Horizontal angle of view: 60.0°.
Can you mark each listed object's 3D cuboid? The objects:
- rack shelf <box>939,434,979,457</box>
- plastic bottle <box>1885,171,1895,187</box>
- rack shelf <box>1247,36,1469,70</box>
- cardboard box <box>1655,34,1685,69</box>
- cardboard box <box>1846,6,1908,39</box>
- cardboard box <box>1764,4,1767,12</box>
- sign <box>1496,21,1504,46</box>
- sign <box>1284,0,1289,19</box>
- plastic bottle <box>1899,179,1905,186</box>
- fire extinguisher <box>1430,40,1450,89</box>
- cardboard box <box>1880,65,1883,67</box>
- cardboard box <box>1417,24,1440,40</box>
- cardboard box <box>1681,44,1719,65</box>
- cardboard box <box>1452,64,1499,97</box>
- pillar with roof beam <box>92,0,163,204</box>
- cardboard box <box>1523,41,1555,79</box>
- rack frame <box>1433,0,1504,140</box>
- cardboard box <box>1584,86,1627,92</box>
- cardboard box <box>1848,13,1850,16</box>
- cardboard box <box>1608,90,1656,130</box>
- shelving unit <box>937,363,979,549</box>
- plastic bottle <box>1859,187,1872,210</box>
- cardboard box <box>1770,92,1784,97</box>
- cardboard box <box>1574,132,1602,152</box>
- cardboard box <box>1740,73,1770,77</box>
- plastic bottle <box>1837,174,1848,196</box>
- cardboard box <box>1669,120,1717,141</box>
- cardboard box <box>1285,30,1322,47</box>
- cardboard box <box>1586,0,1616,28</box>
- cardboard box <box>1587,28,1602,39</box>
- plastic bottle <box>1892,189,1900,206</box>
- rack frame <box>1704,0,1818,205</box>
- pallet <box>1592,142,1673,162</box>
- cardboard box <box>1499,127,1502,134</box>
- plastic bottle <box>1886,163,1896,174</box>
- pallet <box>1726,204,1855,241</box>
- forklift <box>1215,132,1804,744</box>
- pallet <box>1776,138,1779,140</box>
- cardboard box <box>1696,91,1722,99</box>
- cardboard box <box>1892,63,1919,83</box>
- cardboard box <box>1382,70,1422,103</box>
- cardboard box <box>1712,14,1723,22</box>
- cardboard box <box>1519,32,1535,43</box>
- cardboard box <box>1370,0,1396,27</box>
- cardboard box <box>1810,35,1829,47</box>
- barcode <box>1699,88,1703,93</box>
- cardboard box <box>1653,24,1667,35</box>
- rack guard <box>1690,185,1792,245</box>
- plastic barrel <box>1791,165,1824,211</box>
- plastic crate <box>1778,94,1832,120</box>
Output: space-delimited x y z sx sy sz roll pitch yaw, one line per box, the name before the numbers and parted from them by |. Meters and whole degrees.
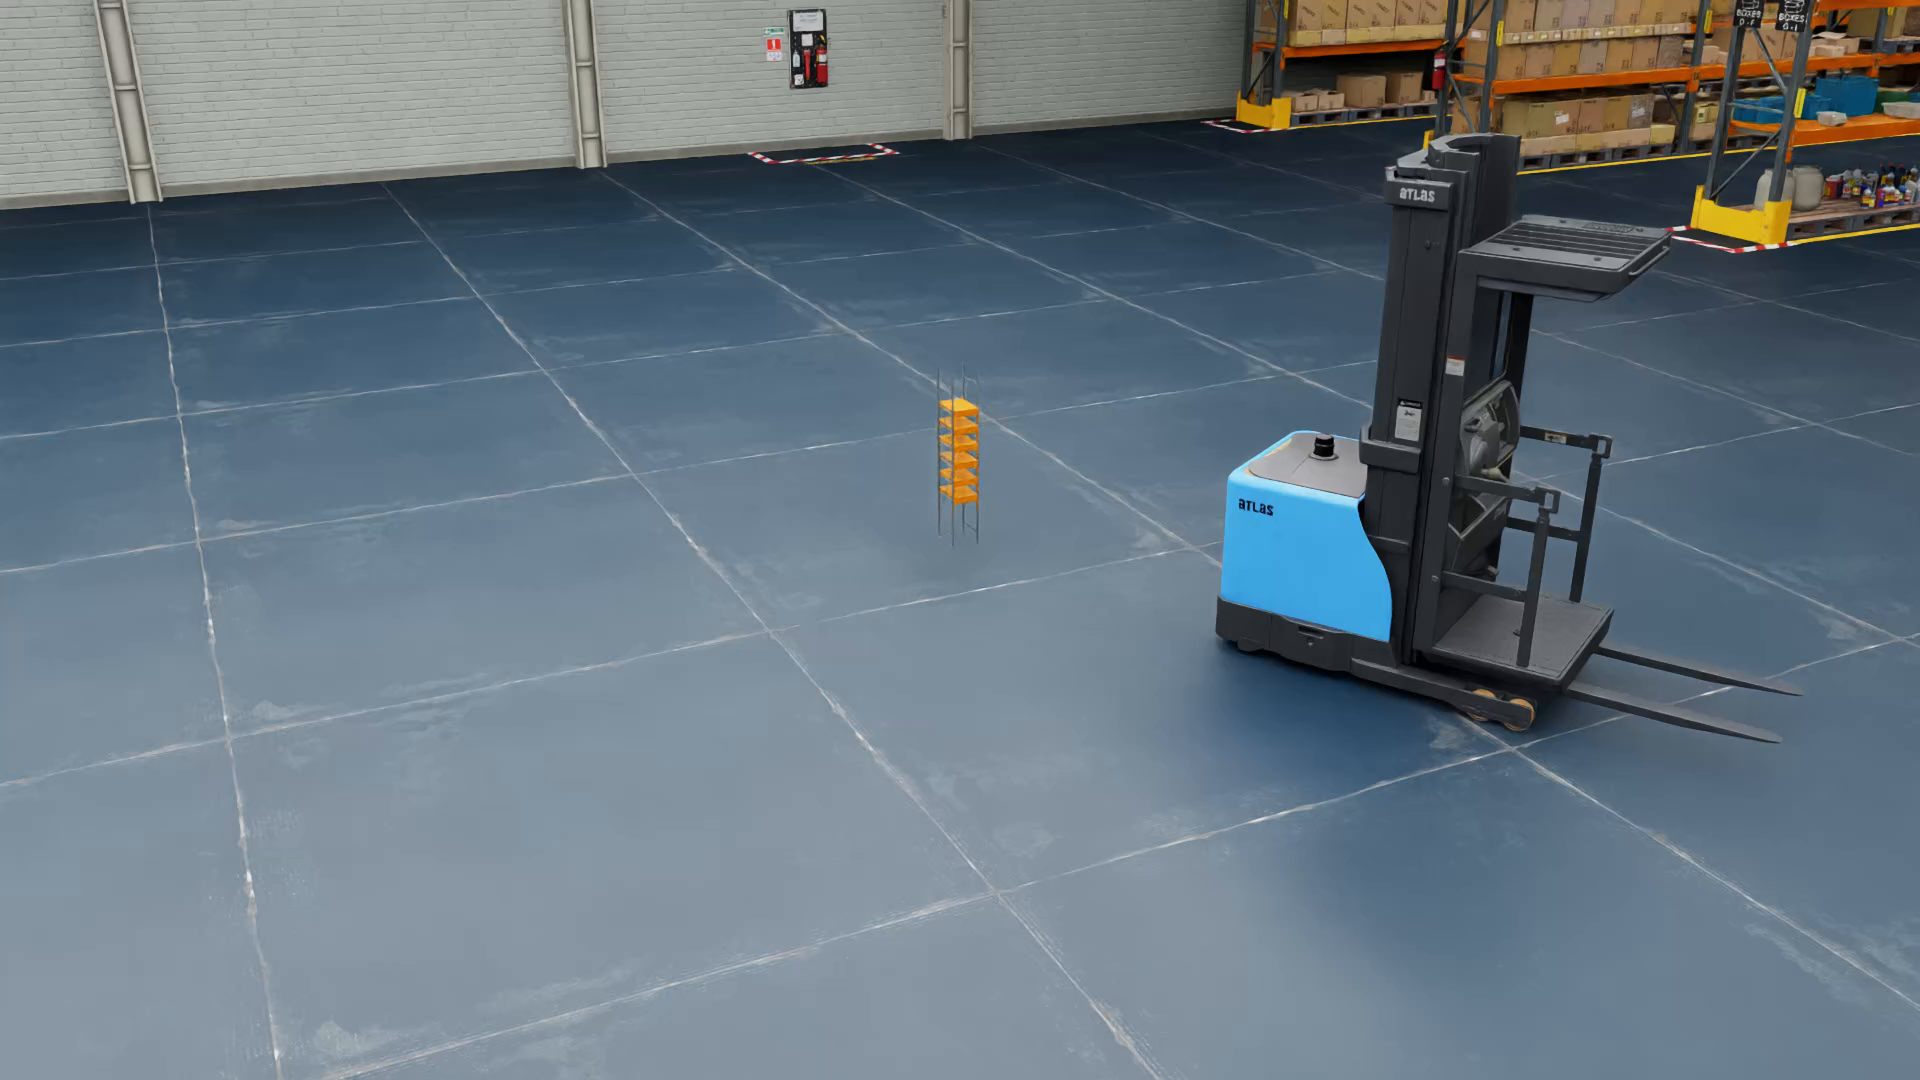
rack shelf | -0.013 -0.622 10.986 0.180 0.103 0.258 -10 25 -24
plastic bottle | 12.019 -4.627 21.499 0.097 0.271 0.097 0 22 0
rack shelf | 6.906 -8.491 28.782 4.000 0.370 1.077 -10 25 -24
cardboard box | 10.463 -7.419 25.121 0.500 0.500 0.700 -11 25 -25
cardboard box | 14.983 -8.496 27.173 0.700 0.500 0.500 21 30 41
cardboard box | 15.155 -10.424 31.965 0.500 0.500 0.500 -10 25 -23
sign | 7.491 -7.030 23.075 0.005 0.325 0.100 -10 25 -24
sign | 5.339 -8.705 27.226 0.005 0.325 0.100 -10 25 -24
plastic bottle | 11.891 -4.409 20.956 0.133 0.283 0.061 -10 25 -24
fire extinguisher | 6.948 -6.890 24.075 0.183 0.674 0.296 -10 25 -24
cardboard box | 18.483 -9.952 34.088 0.500 0.500 0.700 -11 25 -24
cardboard box | 7.960 -8.833 28.836 0.500 0.250 0.500 -10 25 -23
cardboard box | 11.285 -7.476 25.586 0.500 0.250 0.500 -9 24 -20
cardboard box | 9.364 -8.332 30.149 0.500 0.500 0.700 -10 24 -22
pillar with roof beam | -8.992 -7.209 16.899 0.400 9.000 9.100 -10 25 -24
cardboard box | 8.153 -6.993 24.092 0.500 0.500 0.700 -10 24 -22
rack frame | 7.256 -6.785 23.720 0.127 3.000 1.000 -10 25 -24
cardboard box | 9.859 -6.664 25.493 0.500 0.500 0.500 -10 25 -24
cardboard box | 17.724 -10.949 33.386 0.700 0.700 0.980 -12 25 -26
cardboard box | 10.081 -6.488 25.067 0.500 0.500 0.500 -10 25 -24
shelving unit | -0.013 -0.552 11.015 0.189 1.200 0.258 -10 25 -24
plastic bottle | 11.170 -4.214 20.500 0.097 0.271 0.097 0 22 0
cardboard box | 13.178 -6.952 26.436 0.500 0.311 0.500 -11 25 -24
cardboard box | 9.188 -5.970 24.795 0.500 0.250 0.500 -10 25 -24
cardboard box | 15.387 -9.531 32.614 0.750 0.750 0.750 -10 25 -23
plastic bottle | 11.229 -4.534 21.267 0.135 0.276 0.152 -11 25 -25
cardboard box | 11.331 -6.354 25.724 0.500 0.250 0.500 -11 25 -25
cardboard box | 5.681 -8.403 27.799 0.500 0.250 0.500 -11 25 -25
cardboard box | 9.106 -7.769 24.270 0.500 0.500 0.700 -10 25 -24
cardboard box | 9.088 -7.377 24.171 0.250 0.149 0.380 -10 25 -23
plastic bottle | 11.658 -4.271 20.730 0.097 0.201 0.097 0 22 0
rack frame | 9.401 -5.078 19.595 0.127 3.000 1.000 -10 25 -24
pallet | 10.125 -6.043 25.573 1.213 0.211 1.003 -10 25 -24
cardboard box | 8.056 -5.987 24.837 0.500 0.250 0.500 -10 25 -24
plastic bottle | 12.098 -4.730 21.643 0.185 0.351 0.144 -10 24 -22
pallet | 10.183 -3.951 20.519 1.213 0.211 1.003 -10 25 -24
forklift | 3.004 -0.574 8.805 3.031 2.935 1.130 15 27 31
pallet | 13.706 -6.701 27.162 1.213 0.211 1.003 -10 25 -24
cardboard box | 12.017 -6.968 26.474 0.500 0.311 0.500 -11 25 -24
cardboard box | 16.174 -7.925 28.187 0.500 0.250 0.500 -11 25 -25
cardboard box | 7.790 -8.018 29.391 0.500 0.500 0.500 -12 26 -28
cardboard box | 14.327 -9.986 31.755 0.250 0.149 0.380 -10 24 -22
cardboard box | 7.939 -7.167 23.663 0.250 0.149 0.380 -11 25 -25
cardboard box | 7.042 -9.006 28.274 0.500 0.500 0.500 -10 24 -22
cardboard box | 13.574 -7.990 26.746 0.500 0.311 0.500 -11 25 -24
barcode | 11.271 -6.840 25.289 0.075 0.075 0.001 -10 25 -24
cardboard box | 10.249 -7.591 24.688 0.250 0.149 0.380 -11 25 -25
rack guard | 9.449 -3.952 20.143 0.348 0.500 1.175 -10 25 -24
plastic barrel | 10.412 -4.341 20.519 0.421 0.512 0.421 0 22 0
plastic crate | 10.310 -5.301 20.329 0.408 0.251 0.499 -10 25 -24
